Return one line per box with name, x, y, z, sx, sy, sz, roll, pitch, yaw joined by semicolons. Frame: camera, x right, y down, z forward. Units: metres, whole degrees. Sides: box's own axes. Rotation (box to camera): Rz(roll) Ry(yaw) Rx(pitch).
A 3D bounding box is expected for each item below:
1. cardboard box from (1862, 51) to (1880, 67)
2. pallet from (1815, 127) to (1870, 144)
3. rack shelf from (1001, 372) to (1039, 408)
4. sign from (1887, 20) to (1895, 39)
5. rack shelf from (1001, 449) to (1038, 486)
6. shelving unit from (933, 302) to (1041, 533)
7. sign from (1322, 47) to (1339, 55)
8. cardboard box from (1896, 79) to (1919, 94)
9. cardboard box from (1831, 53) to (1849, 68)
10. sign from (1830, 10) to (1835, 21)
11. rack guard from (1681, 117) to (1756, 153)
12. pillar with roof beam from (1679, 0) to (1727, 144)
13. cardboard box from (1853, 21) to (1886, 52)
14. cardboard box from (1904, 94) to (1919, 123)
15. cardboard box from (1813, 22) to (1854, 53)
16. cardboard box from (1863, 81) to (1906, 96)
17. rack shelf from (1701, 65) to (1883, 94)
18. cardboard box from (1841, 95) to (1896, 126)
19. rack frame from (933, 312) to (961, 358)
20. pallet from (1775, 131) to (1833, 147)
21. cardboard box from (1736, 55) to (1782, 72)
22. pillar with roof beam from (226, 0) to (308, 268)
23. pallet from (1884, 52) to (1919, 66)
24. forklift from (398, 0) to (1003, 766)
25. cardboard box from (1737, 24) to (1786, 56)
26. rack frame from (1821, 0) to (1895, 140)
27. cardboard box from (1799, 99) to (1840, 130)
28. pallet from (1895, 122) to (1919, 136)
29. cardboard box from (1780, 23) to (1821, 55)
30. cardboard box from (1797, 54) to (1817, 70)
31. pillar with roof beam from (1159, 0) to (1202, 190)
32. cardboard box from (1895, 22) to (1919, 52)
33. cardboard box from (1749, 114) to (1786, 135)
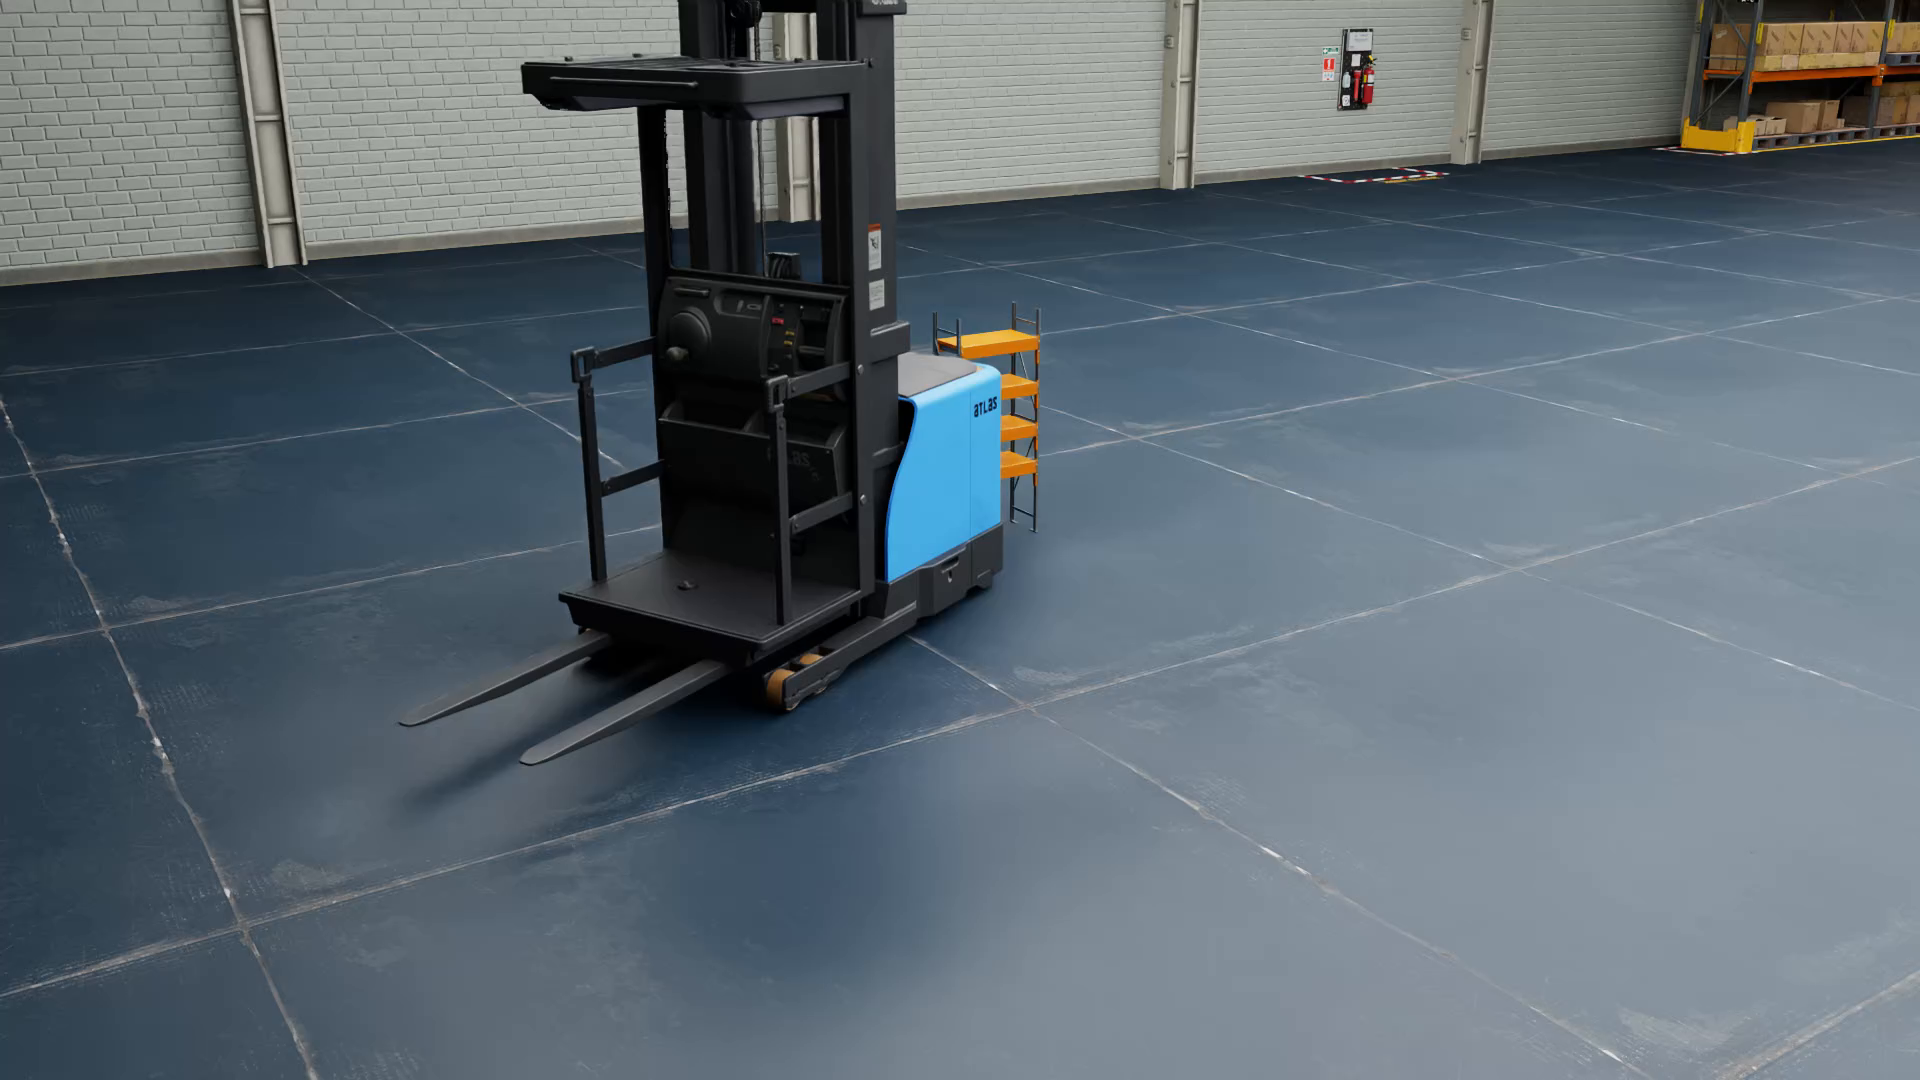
cardboard box;16.073;-8.621;29.764;0.500;0.250;0.500;-12;22;-31
pallet;15.760;-7.398;30.299;1.213;0.211;1.003;-12;22;-31
rack shelf;0.138;-0.746;8.589;0.480;0.148;0.258;-12;22;-31
sign;16.606;-9.113;29.666;0.005;0.325;0.100;-12;22;-31
rack shelf;0.138;-0.346;8.724;0.480;0.148;0.258;-12;22;-31
shelving unit;0.138;-0.598;8.639;0.503;1.200;0.258;-12;22;-31
sign;5.464;-7.212;24.510;0.331;0.109;0.001;-12;22;-31
cardboard box;18.132;-8.615;31.588;0.500;0.250;0.500;-12;22;-32
cardboard box;15.240;-8.443;29.237;0.500;0.250;0.500;-12;22;-32
sign;15.993;-9.543;30.482;0.005;0.325;0.100;-12;22;-31
rack guard;13.024;-6.972;28.586;0.348;0.500;1.175;-12;22;-31
pillar with roof beam;15.437;-10.188;24.828;0.400;9.000;9.100;-12;22;-31
cardboard box;16.077;-8.975;29.640;0.500;0.500;0.500;-12;22;-32
cardboard box;17.759;-8.189;31.500;0.500;0.500;0.700;-12;22;-31
cardboard box;15.236;-8.799;29.122;0.500;0.500;0.500;-13;22;-33
cardboard box;17.273;-8.439;31.069;0.500;0.250;0.500;-12;22;-33
rack shelf;14.631;-8.154;29.303;4.000;0.370;1.077;-12;22;-31
cardboard box;16.907;-8.005;30.957;0.500;0.500;0.700;-11;22;-30
rack frame;-0.066;-0.555;8.512;0.015;1.200;0.240;-12;22;-31
pallet;14.740;-7.182;29.659;1.213;0.211;1.003;-12;22;-31
cardboard box;13.543;-8.082;28.170;0.500;0.250;0.500;-13;22;-33
pillar with roof beam;-4.607;-5.960;12.324;0.400;9.000;9.100;-12;22;-31
pallet;17.020;-8.852;30.544;1.213;0.211;1.003;-12;22;-31
forklift;-0.985;-0.869;6.739;1.130;2.935;3.031;11;22;29
cardboard box;13.525;-8.440;28.058;0.500;0.500;0.500;-12;22;-31
rack frame;16.301;-8.847;30.230;0.127;3.000;1.000;-12;22;-31
cardboard box;15.457;-7.678;29.988;0.500;0.500;0.500;-14;23;-35
pallet;17.971;-7.880;31.723;1.213;0.211;1.003;-12;22;-31
cardboard box;14.378;-8.614;28.572;0.500;0.500;0.500;-13;22;-33
cardboard box;14.397;-8.265;28.713;0.500;0.250;0.500;-12;22;-32
pillar with roof beam;5.415;-8.074;18.576;0.400;9.000;9.100;-12;22;-31
cardboard box;17.216;-9.280;30.667;0.500;0.500;0.700;-9;21;-26
cardboard box;14.064;-7.275;29.093;0.500;0.311;0.500;-10;21;-27
